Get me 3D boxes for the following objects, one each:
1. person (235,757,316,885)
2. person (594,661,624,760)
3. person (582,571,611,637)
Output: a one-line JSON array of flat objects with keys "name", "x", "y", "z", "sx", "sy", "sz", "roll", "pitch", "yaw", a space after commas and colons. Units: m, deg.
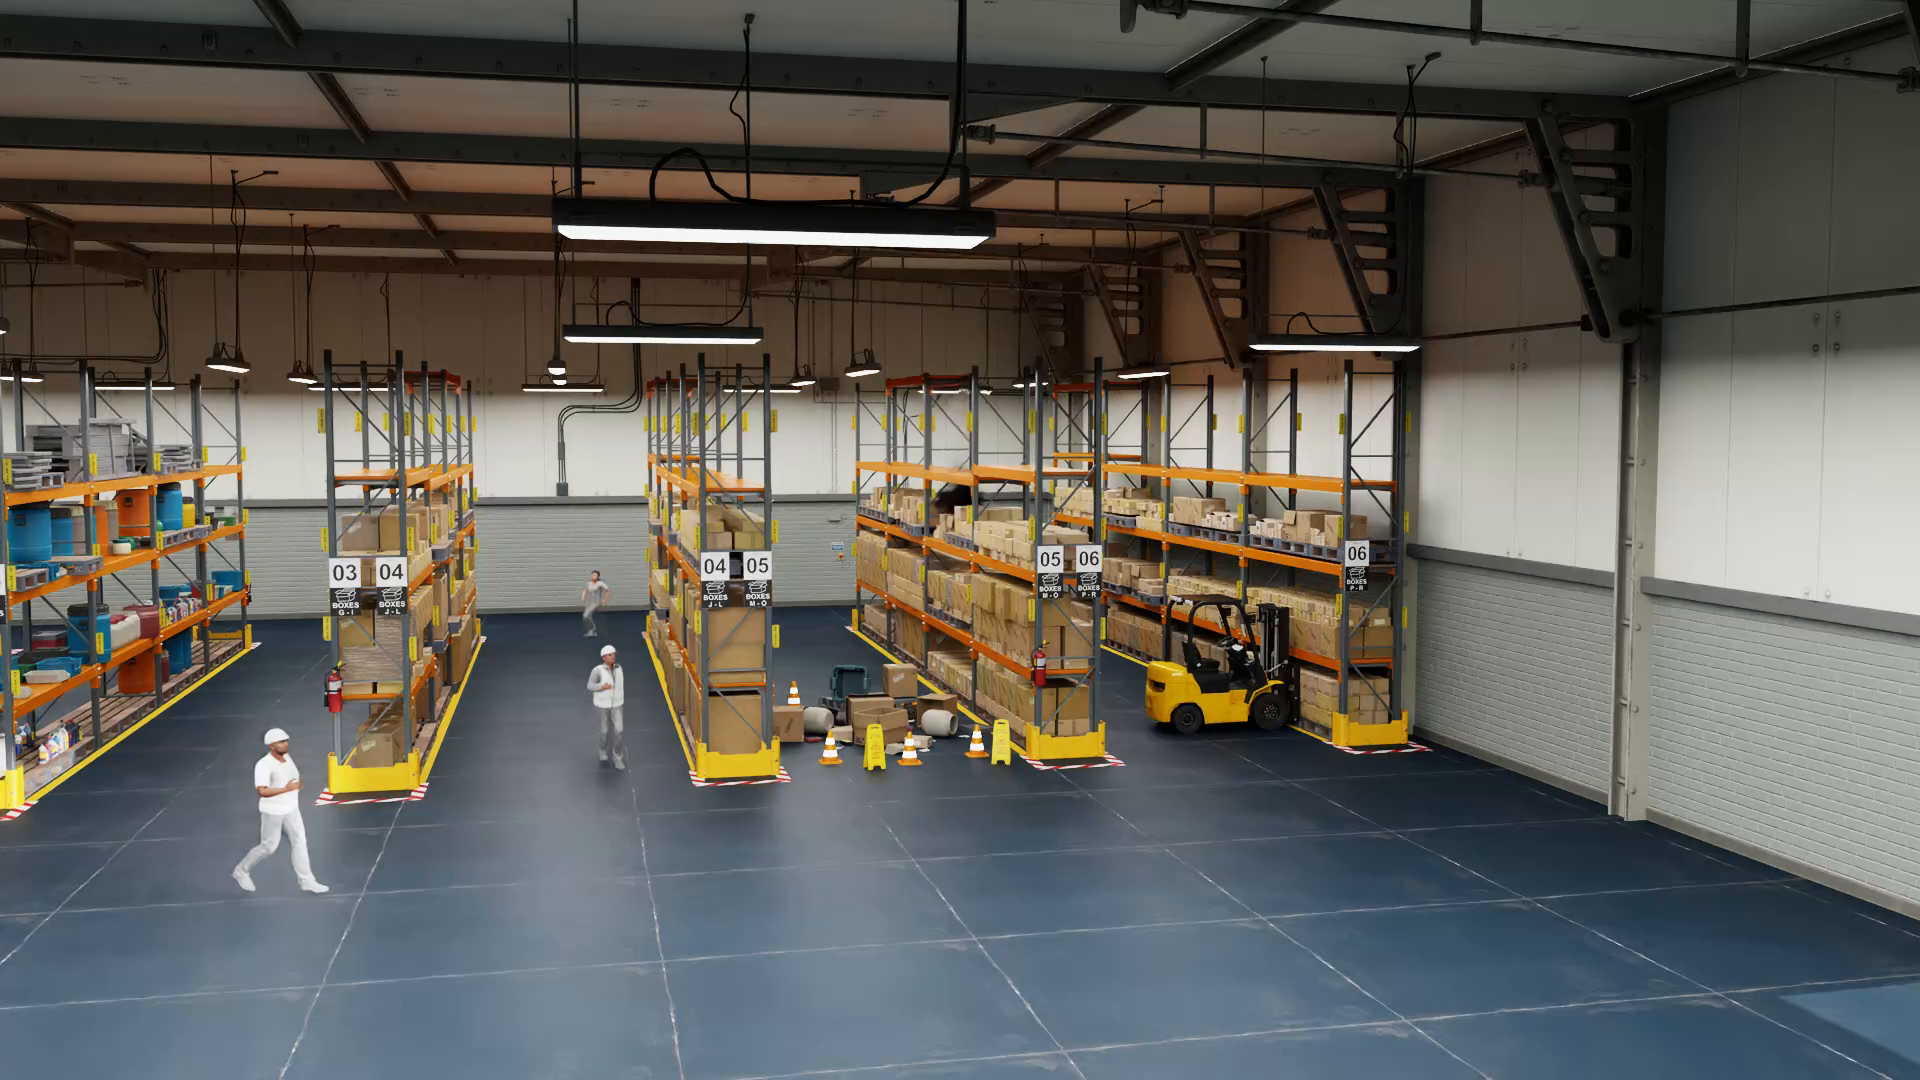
[{"name": "person", "x": -7.264, "y": 2.959, "z": 17.595, "sx": 0.831, "sy": 1.392, "sz": 0.676, "roll": 1, "pitch": 4, "yaw": 11}, {"name": "person", "x": -5.146, "y": 2.468, "z": 24.290, "sx": 0.446, "sy": 1.446, "sz": 0.681, "roll": -2, "pitch": 5, "yaw": -30}, {"name": "person", "x": -8.577, "y": 1.497, "z": 39.002, "sx": 0.693, "sy": 1.586, "sz": 0.572, "roll": 2, "pitch": 5, "yaw": 30}]
